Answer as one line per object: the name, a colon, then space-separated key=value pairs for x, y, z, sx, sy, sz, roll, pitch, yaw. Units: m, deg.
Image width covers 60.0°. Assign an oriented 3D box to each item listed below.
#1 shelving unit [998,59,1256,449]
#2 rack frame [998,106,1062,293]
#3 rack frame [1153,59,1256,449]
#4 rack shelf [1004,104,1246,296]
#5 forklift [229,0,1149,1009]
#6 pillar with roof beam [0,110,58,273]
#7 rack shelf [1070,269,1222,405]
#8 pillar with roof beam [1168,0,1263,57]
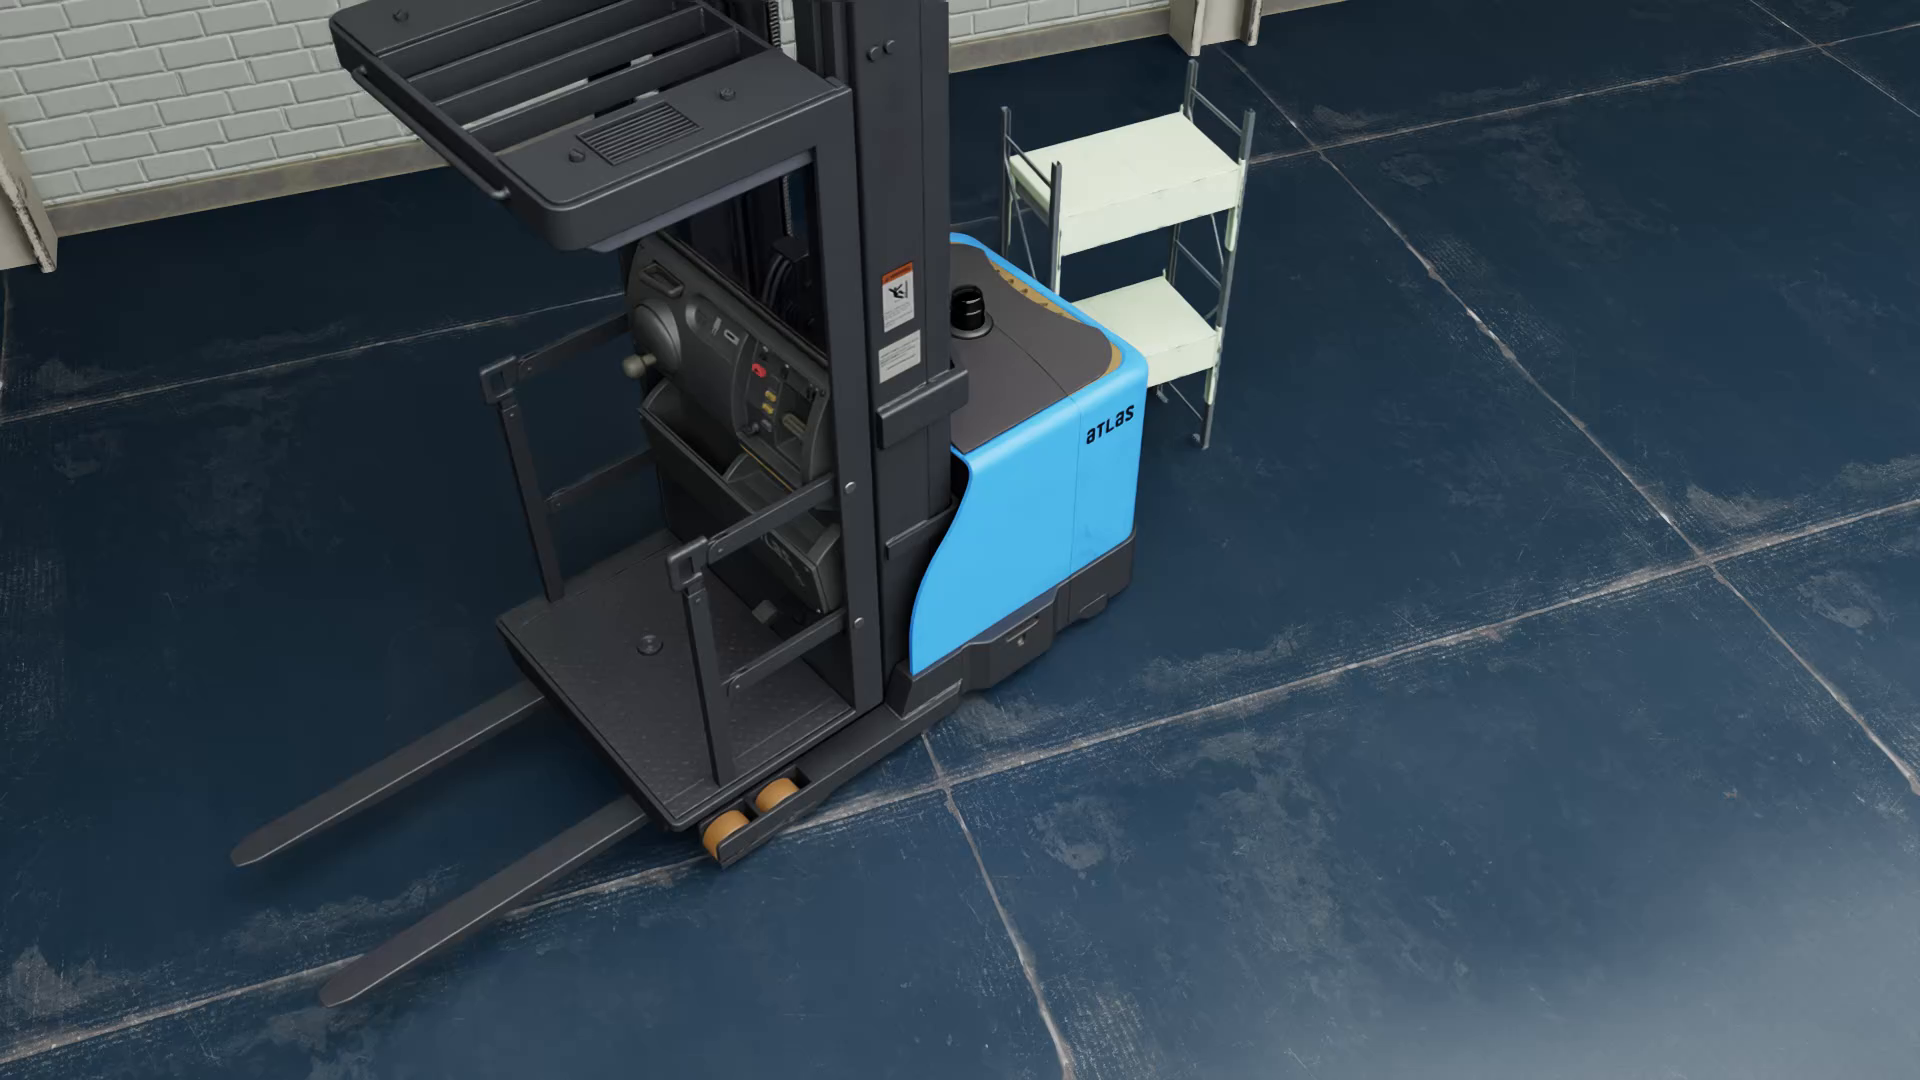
shelving unit: x=0.562 y=-0.909 z=6.097 sx=0.755 sy=1.500 sz=0.431 roll=-19 pitch=48 yaw=-18
rack frame: x=0.232 y=-0.796 z=5.985 sx=0.023 sy=1.500 sz=0.400 roll=-19 pitch=48 yaw=-18
rack frame: x=0.892 y=-1.021 z=6.209 sx=0.023 sy=1.500 sz=0.400 roll=-19 pitch=48 yaw=-18
rack shelf: x=0.562 y=-1.184 z=5.820 sx=0.720 sy=0.370 sz=0.431 roll=-19 pitch=48 yaw=-18
forklift: x=-0.828 y=-0.445 z=4.624 sx=3.031 sy=2.935 sz=1.130 roll=-31 pitch=53 yaw=-27
pillar with roof beam: x=-2.829 y=-1.571 z=1.462 sx=0.400 sy=9.000 sz=9.100 roll=-14 pitch=47 yaw=-14
rack shelf: x=0.562 y=-0.679 z=6.328 sx=0.720 sy=0.370 sz=0.431 roll=-19 pitch=48 yaw=-18
pillar with roof beam: x=2.814 y=-3.014 z=2.900 sx=0.400 sy=9.000 sz=9.100 roll=-14 pitch=47 yaw=-14
